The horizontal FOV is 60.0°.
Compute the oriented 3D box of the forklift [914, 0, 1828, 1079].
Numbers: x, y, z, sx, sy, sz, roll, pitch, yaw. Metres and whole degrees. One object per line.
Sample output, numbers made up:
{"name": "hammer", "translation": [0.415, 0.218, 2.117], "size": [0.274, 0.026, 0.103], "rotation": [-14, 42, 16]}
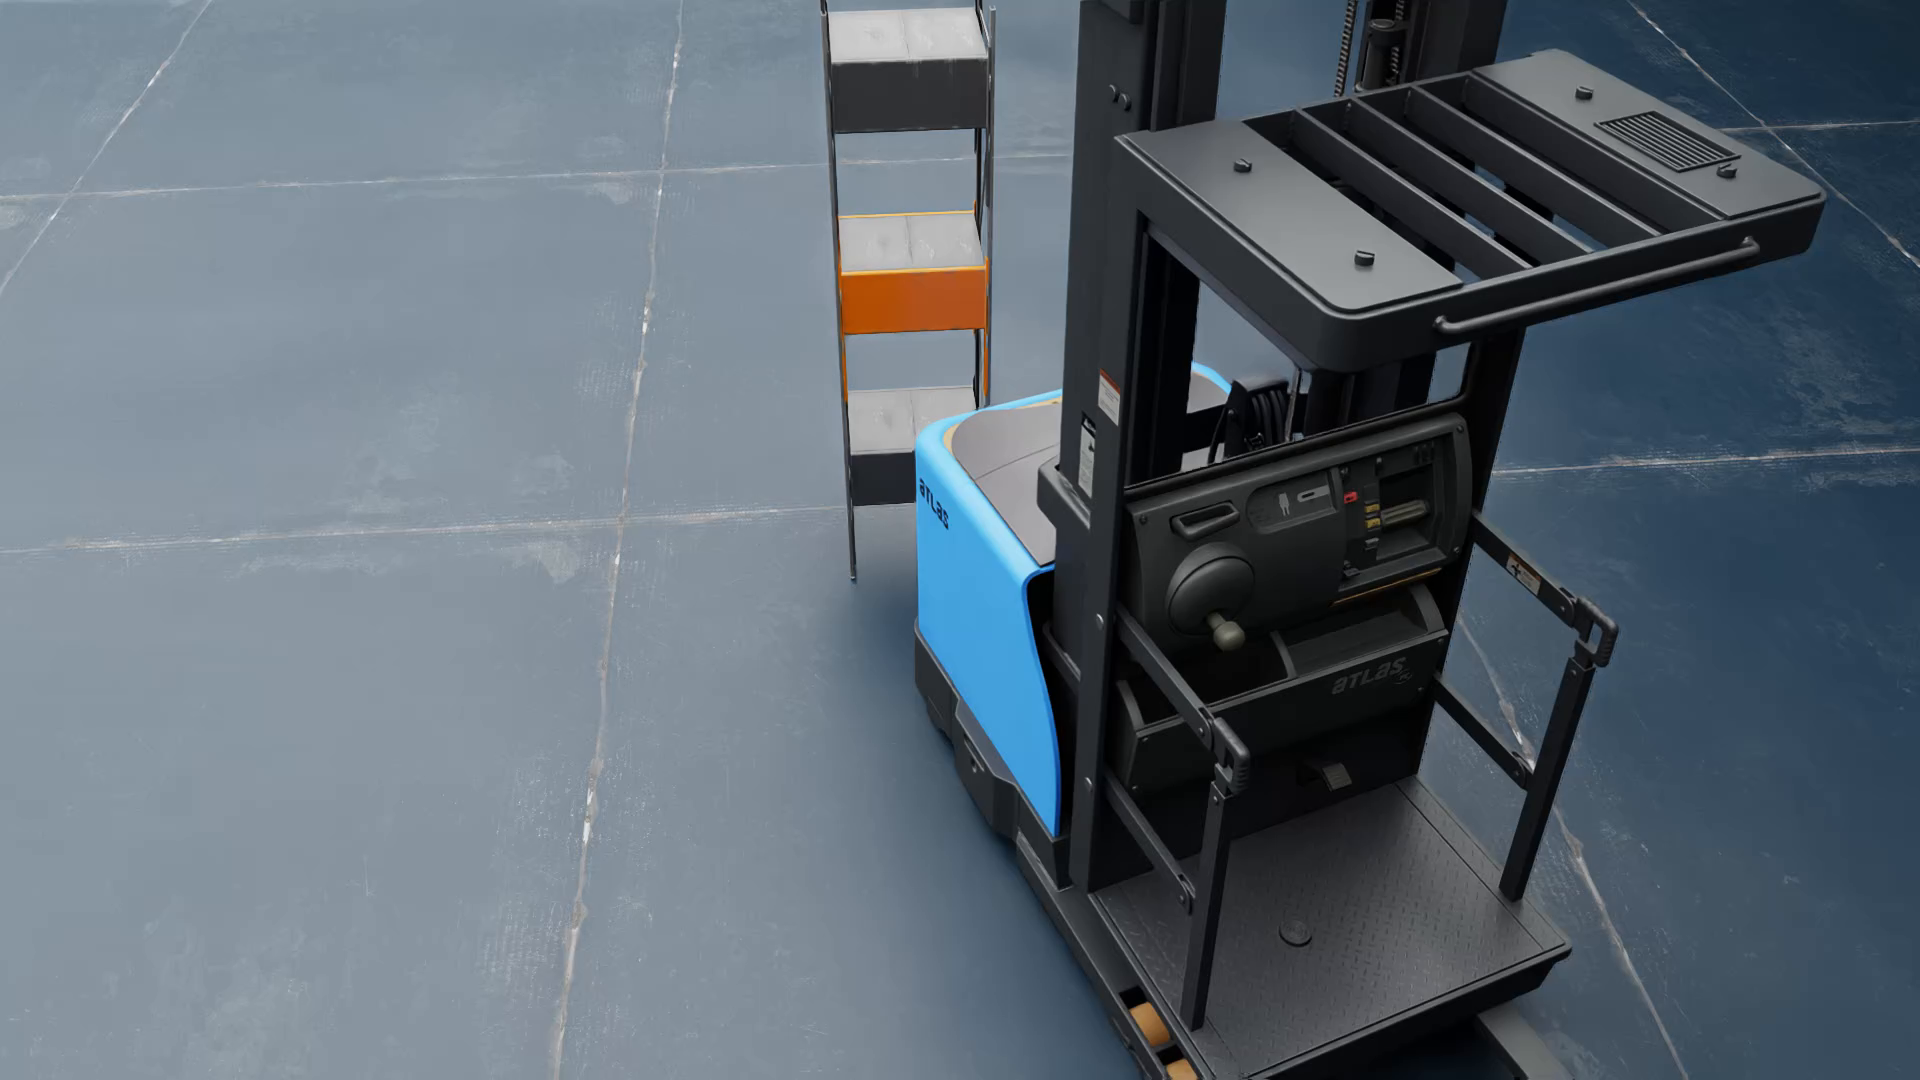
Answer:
{"name": "forklift", "translation": [0.917, 0.058, 3.811], "size": [1.130, 2.935, 3.031], "rotation": [-16, 41, -19]}

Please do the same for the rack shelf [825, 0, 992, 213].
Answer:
{"name": "rack shelf", "translation": [-0.165, -1.354, 5.163], "size": [0.480, 0.518, 0.431], "rotation": [-3, 38, -4]}

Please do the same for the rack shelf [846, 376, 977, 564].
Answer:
{"name": "rack shelf", "translation": [-0.165, -0.255, 6.030], "size": [0.480, 0.518, 0.431], "rotation": [-3, 38, -4]}

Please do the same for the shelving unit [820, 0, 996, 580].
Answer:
{"name": "shelving unit", "translation": [-0.165, -0.815, 5.588], "size": [0.503, 2.100, 0.431], "rotation": [-3, 38, -4]}

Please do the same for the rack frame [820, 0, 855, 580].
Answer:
{"name": "rack frame", "translation": [-0.408, -0.802, 5.571], "size": [0.015, 2.100, 0.400], "rotation": [-3, 38, -4]}

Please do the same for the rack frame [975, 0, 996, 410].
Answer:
{"name": "rack frame", "translation": [0.078, -0.829, 5.605], "size": [0.015, 2.100, 0.400], "rotation": [-3, 38, -4]}

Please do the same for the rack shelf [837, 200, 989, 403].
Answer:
{"name": "rack shelf", "translation": [-0.165, -0.805, 5.597], "size": [0.480, 0.518, 0.431], "rotation": [-3, 38, -4]}
